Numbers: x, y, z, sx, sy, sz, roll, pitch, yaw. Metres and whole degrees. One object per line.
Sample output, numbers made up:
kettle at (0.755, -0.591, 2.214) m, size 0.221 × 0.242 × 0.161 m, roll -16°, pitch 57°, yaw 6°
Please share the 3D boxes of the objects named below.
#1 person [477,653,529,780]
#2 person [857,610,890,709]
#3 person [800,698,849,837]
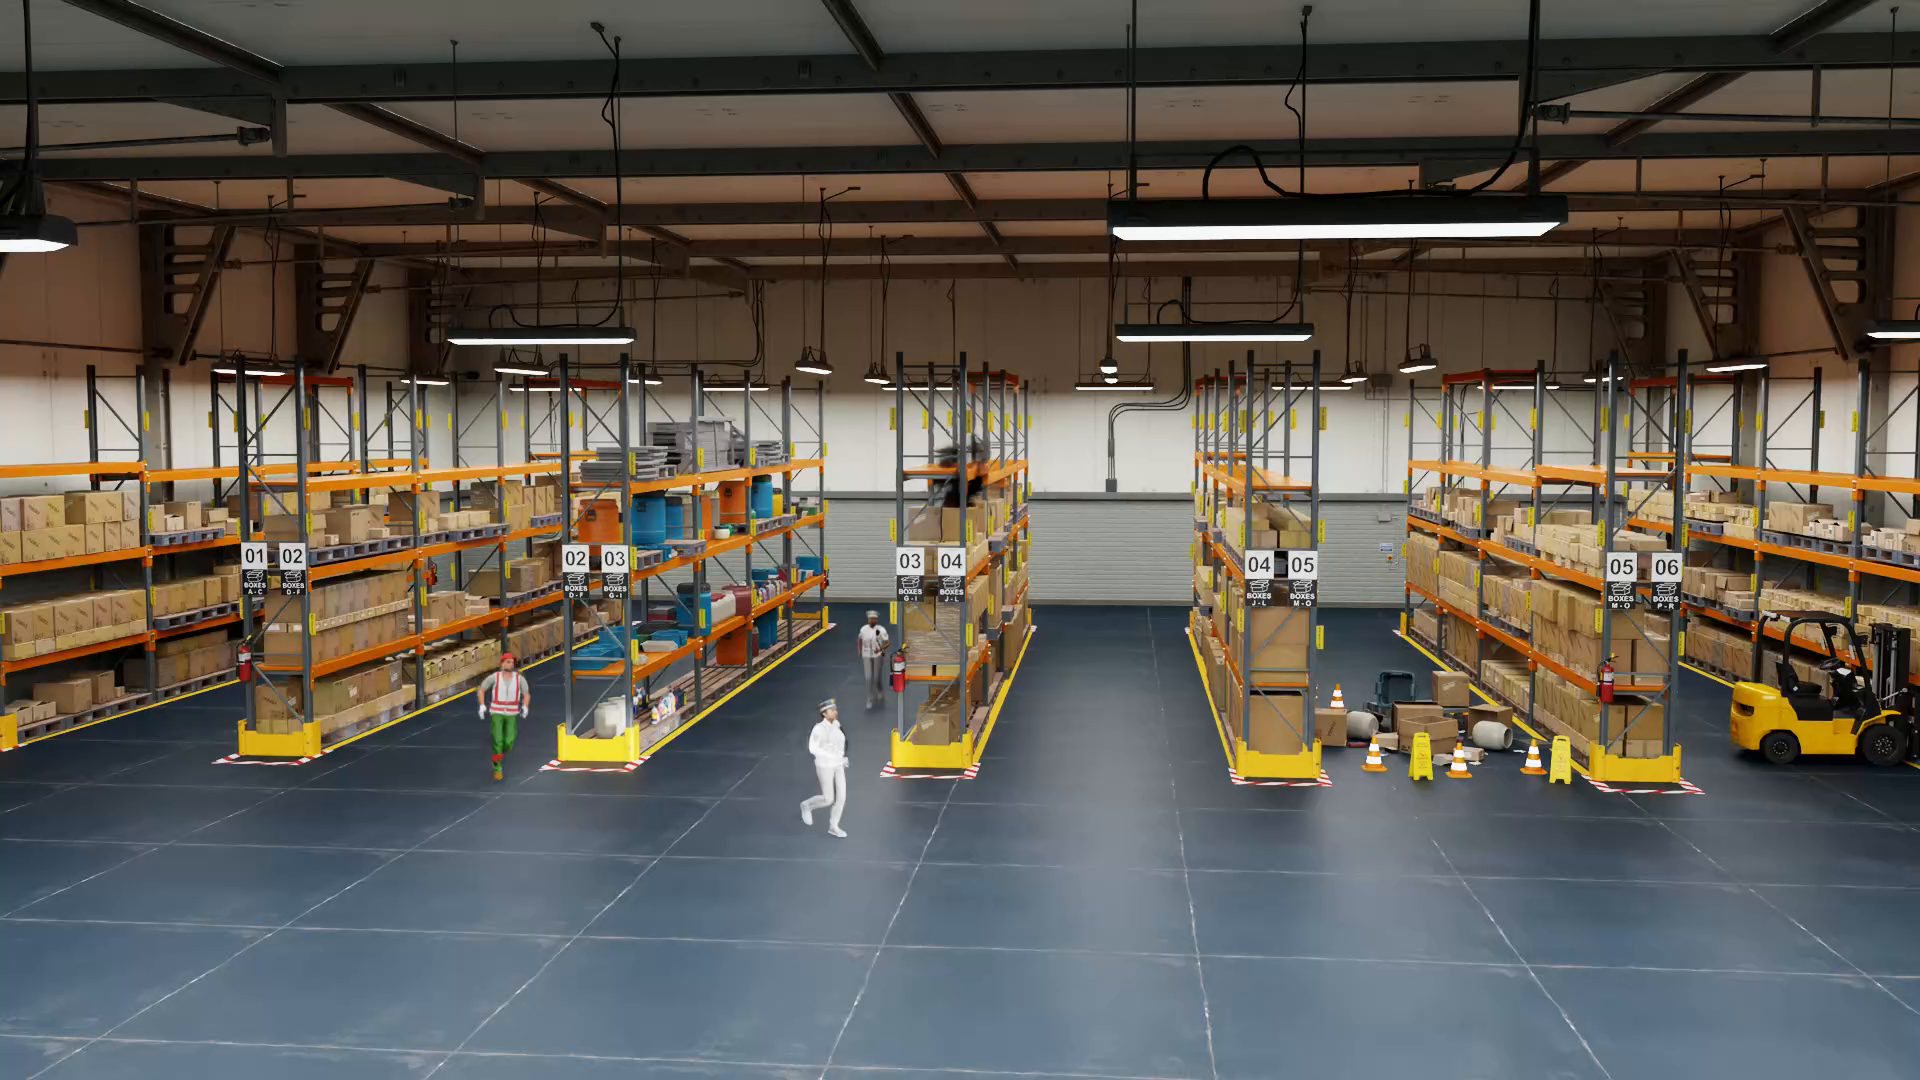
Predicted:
person at (-6.437, 2.475, 23.507) m, size 0.718 × 1.745 × 0.639 m, roll -2°, pitch 4°, yaw -22°
person at (-1.531, 2.090, 29.368) m, size 0.611 × 1.730 × 0.738 m, roll 1°, pitch 4°, yaw 8°
person at (-1.616, 2.736, 20.179) m, size 0.684 × 1.662 × 0.619 m, roll 3°, pitch 5°, yaw 36°
